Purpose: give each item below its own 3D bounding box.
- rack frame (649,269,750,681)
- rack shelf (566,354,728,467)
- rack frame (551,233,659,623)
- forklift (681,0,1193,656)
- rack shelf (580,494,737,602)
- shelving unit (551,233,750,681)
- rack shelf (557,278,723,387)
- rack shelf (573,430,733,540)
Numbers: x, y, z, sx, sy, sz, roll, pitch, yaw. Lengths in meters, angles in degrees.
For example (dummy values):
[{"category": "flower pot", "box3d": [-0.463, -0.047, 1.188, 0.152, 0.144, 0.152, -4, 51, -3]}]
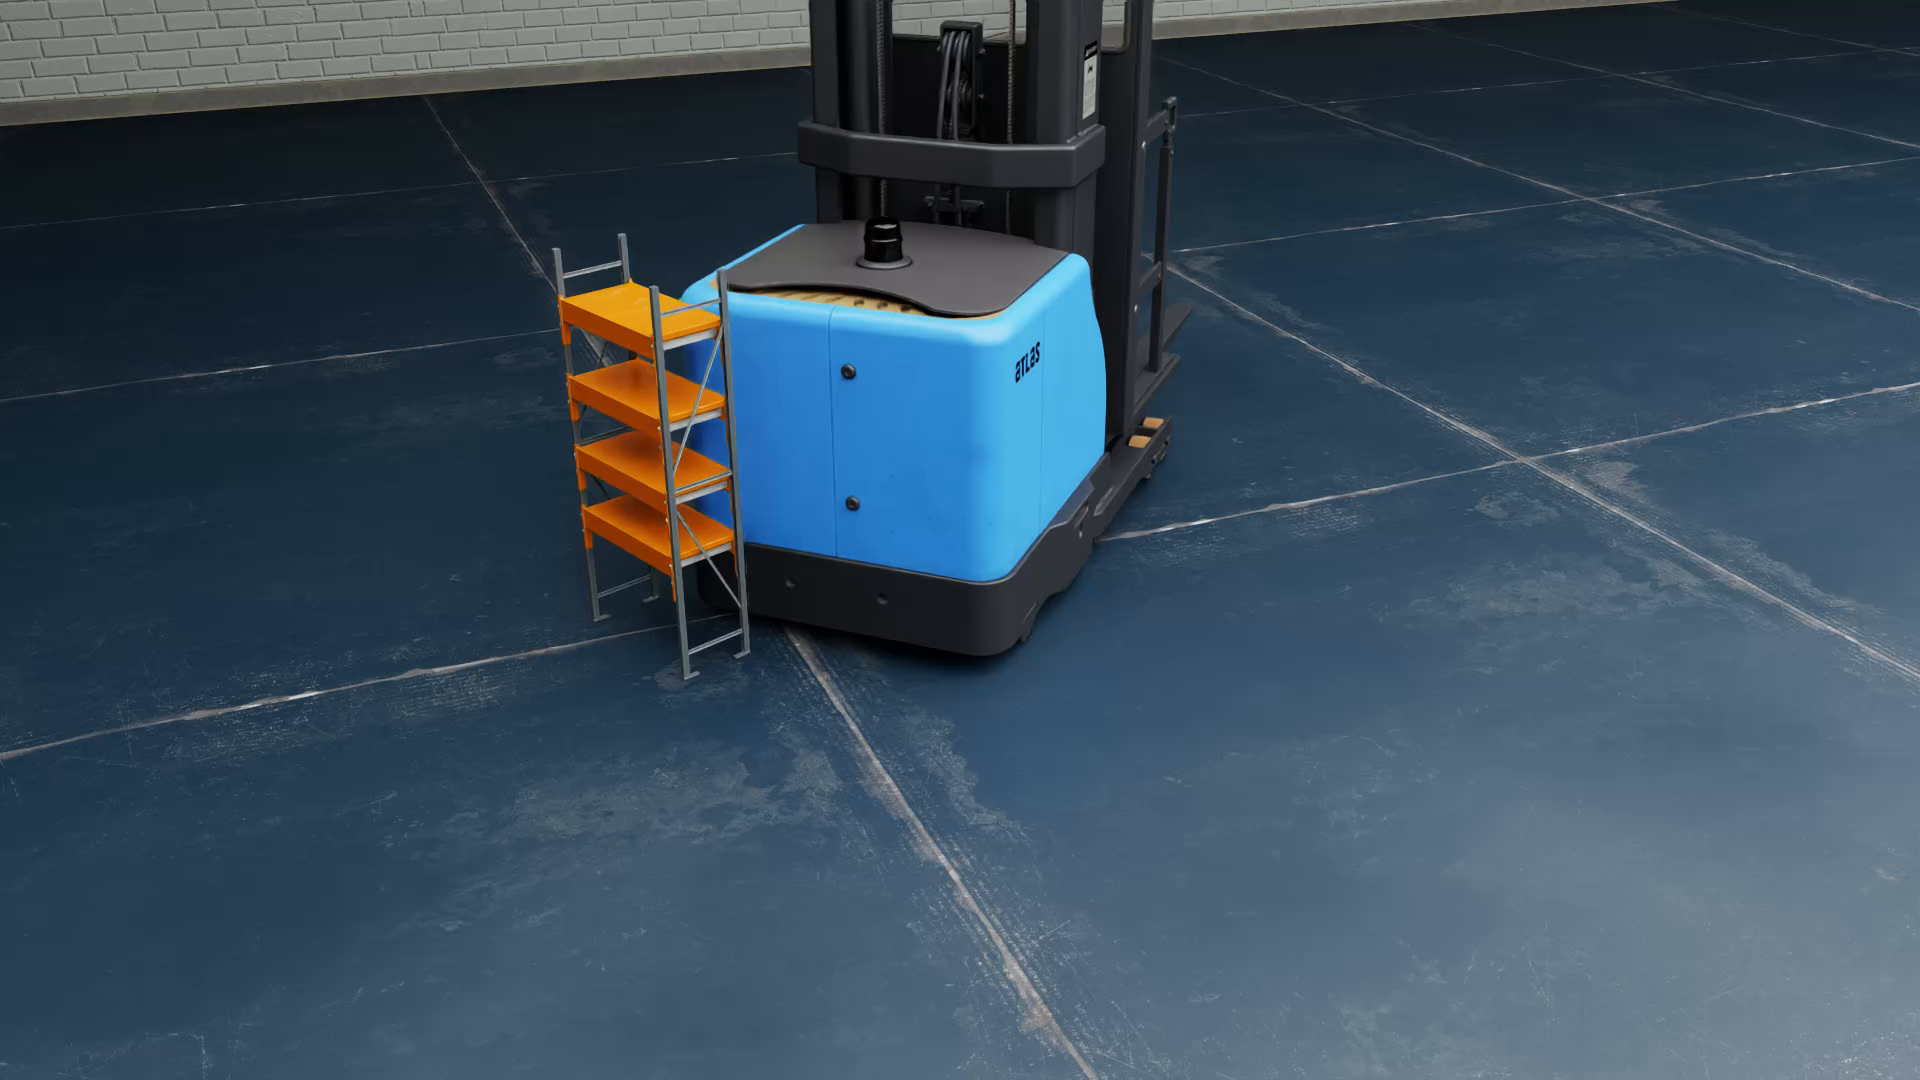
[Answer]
[{"category": "rack frame", "box3d": [-0.728, -0.162, 4.715, 0.240, 1.200, 0.015, -23, 34, -38]}, {"category": "rack shelf", "box3d": [-0.896, -0.381, 4.805, 0.258, 0.148, 0.480, -23, 34, -38]}, {"category": "rack frame", "box3d": [-1.064, -0.318, 5.033, 0.240, 1.200, 0.015, -23, 34, -38]}, {"category": "forklift", "box3d": [0.175, -1.599, 5.685, 1.130, 2.935, 3.031, 10, 28, 19]}, {"category": "rack shelf", "box3d": [-0.896, -0.001, 4.991, 0.258, 0.148, 0.480, -23, 34, -38]}, {"category": "shelving unit", "box3d": [-0.896, -0.240, 4.874, 0.258, 1.200, 0.503, -23, 34, -38]}, {"category": "rack shelf", "box3d": [-0.896, -0.593, 4.702, 0.258, 0.148, 0.480, -23, 34, -38]}, {"category": "rack shelf", "box3d": [-0.896, -0.180, 4.904, 0.258, 0.148, 0.480, -23, 34, -38]}]
